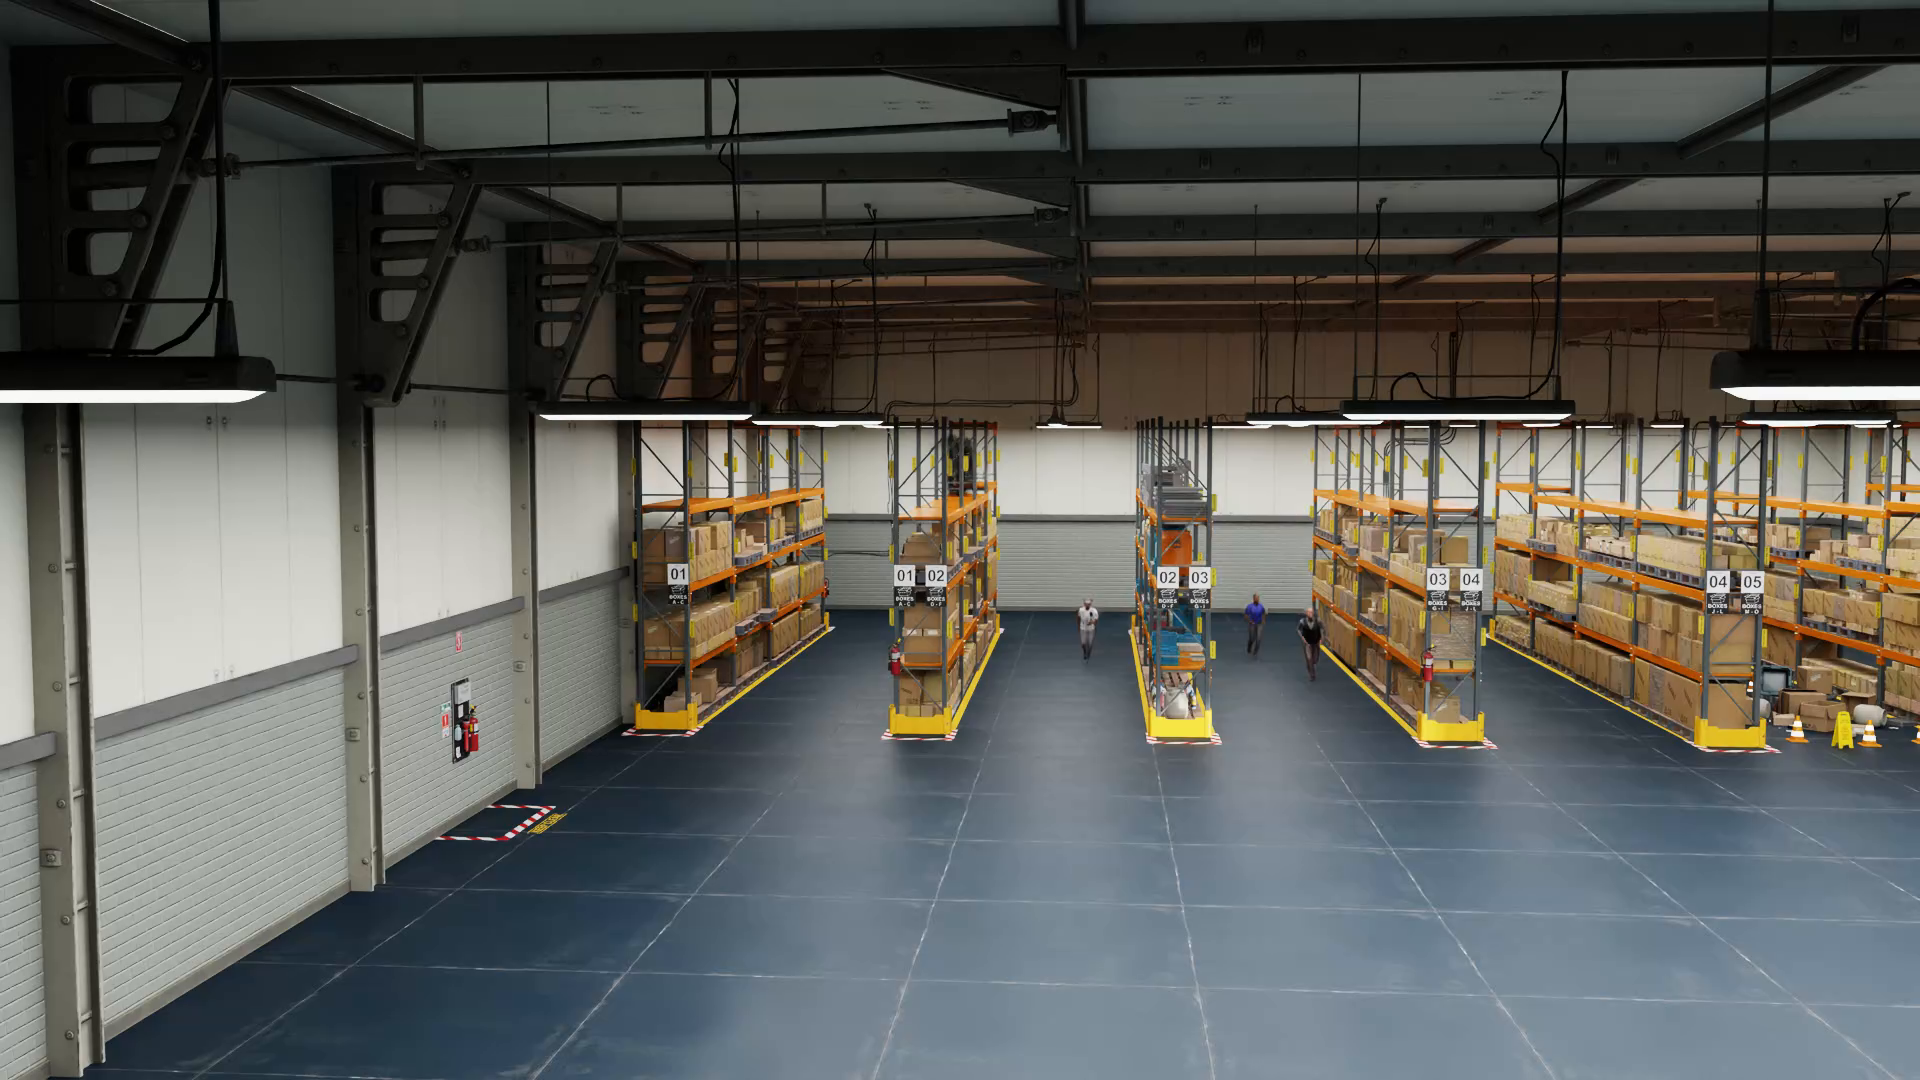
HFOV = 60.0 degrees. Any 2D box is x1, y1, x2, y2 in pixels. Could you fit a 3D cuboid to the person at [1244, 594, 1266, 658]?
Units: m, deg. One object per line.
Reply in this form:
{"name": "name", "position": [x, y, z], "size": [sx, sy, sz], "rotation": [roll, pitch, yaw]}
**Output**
{"name": "person", "position": [7.484, 2.169, 42.110], "size": [0.563, 1.609, 0.588], "rotation": [0, 4, -4]}

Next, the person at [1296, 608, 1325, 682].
{"name": "person", "position": [8.094, 2.399, 38.429], "size": [0.673, 1.702, 0.820], "rotation": [0, 4, 2]}

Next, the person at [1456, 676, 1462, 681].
{"name": "person", "position": [11.535, 2.402, 38.656], "size": [0.609, 1.650, 1.011], "rotation": [0, 4, 0]}

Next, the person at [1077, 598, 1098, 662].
{"name": "person", "position": [3.142, 2.219, 40.990], "size": [0.533, 1.609, 0.698], "rotation": [0, 4, 7]}

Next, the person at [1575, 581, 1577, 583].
{"name": "person", "position": [16.832, 1.925, 45.547], "size": [0.625, 1.704, 0.771], "rotation": [0, 4, 5]}
